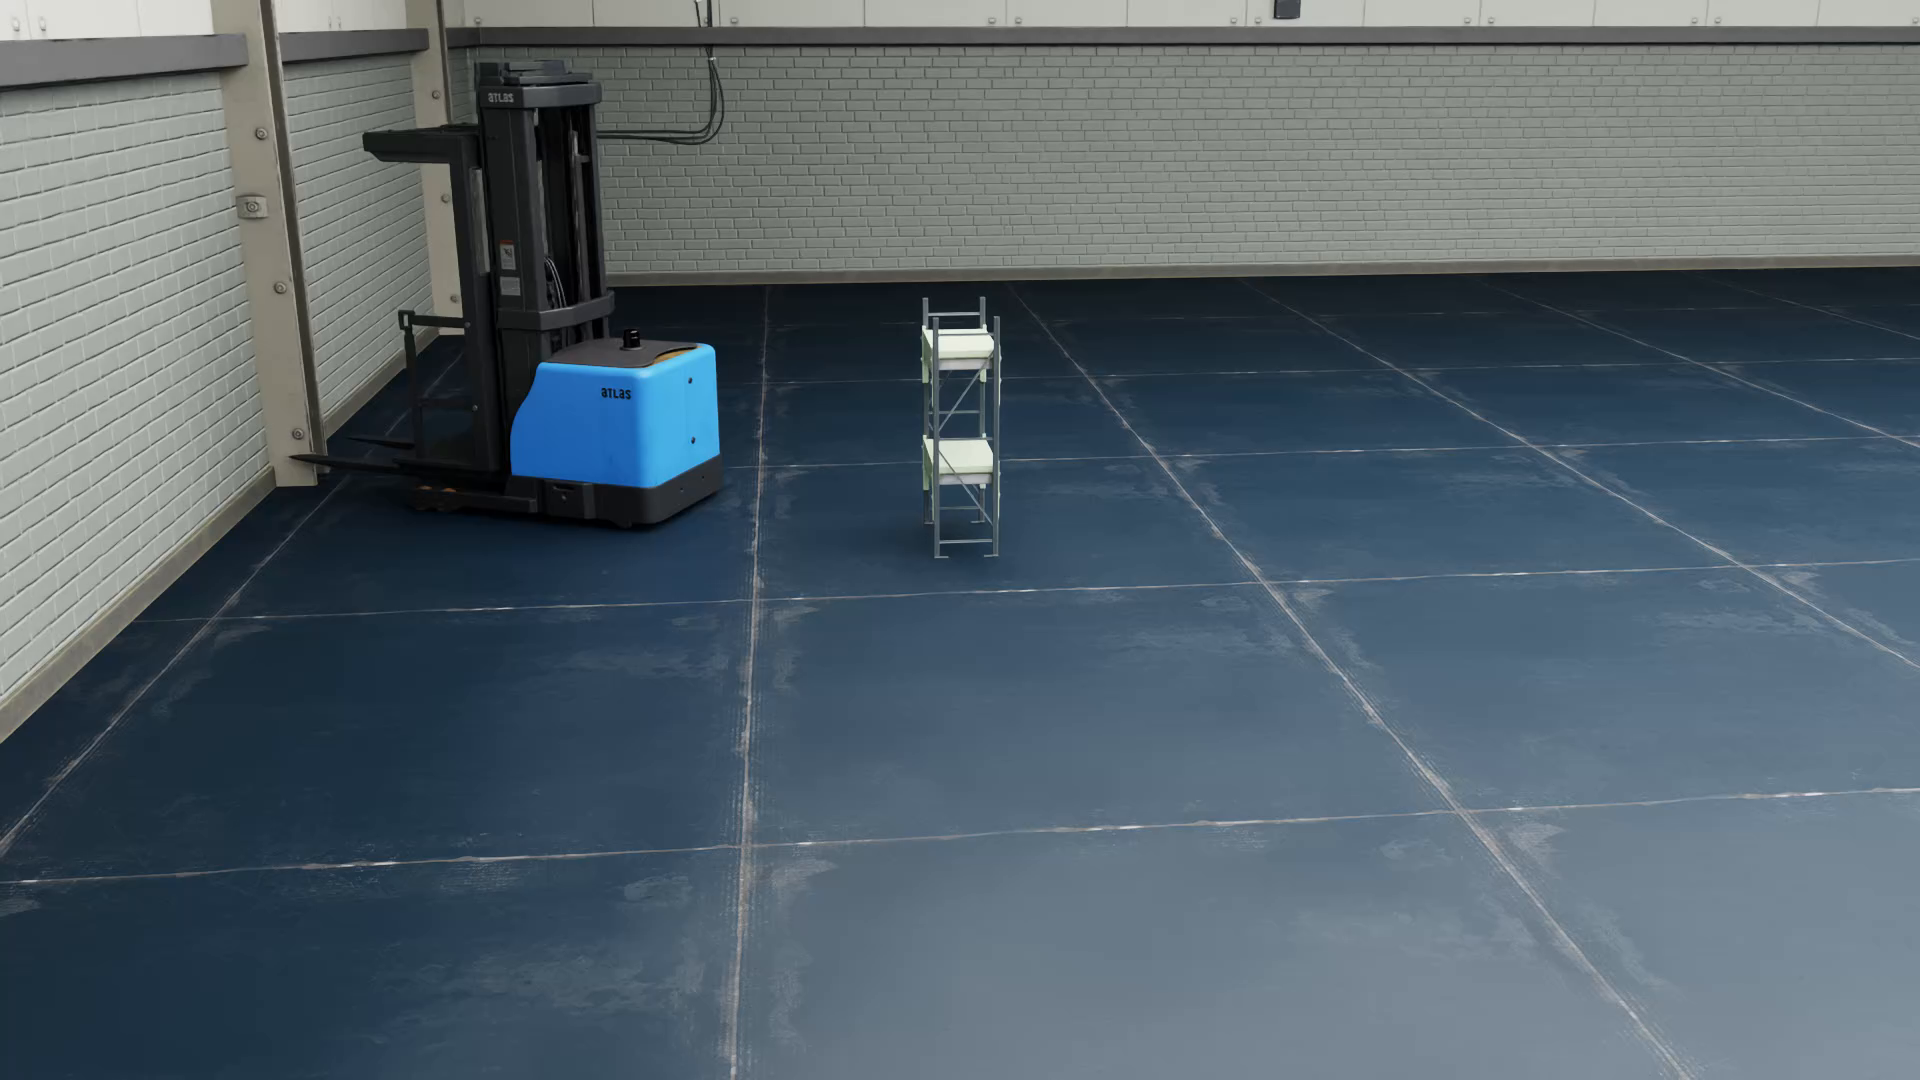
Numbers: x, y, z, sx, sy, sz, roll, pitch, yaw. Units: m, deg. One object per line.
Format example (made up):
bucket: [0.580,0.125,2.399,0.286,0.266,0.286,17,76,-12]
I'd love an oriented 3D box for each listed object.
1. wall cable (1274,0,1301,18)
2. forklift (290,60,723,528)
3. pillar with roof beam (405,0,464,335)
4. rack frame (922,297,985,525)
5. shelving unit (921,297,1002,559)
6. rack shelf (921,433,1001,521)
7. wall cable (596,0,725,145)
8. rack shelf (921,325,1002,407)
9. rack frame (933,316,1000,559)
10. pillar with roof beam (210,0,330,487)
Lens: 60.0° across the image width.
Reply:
wall cable: [5.044,-9.356,19.777,2.305,6.003,0.169,-2,18,-6]
forklift: [-3.229,-1.723,11.271,3.031,2.935,1.130,6,18,18]
pillar with roof beam: [-1.130,-6.659,16.865,9.100,9.000,0.400,-2,18,-6]
rack frame: [-0.038,-0.827,10.806,0.400,1.500,0.023,-2,18,-6]
shelving unit: [-0.001,-0.718,10.459,0.431,1.500,0.755,-2,18,-6]
rack shelf: [-0.001,-0.407,10.556,0.431,0.370,0.720,-2,18,-6]
wall cable: [-4.401,-5.963,19.833,3.097,2.526,0.112,-2,18,-6]
rack shelf: [-0.001,-1.090,10.342,0.431,0.370,0.720,-2,18,-6]
rack frame: [0.037,-0.609,10.111,0.400,1.500,0.023,-2,18,-6]
pillar with roof beam: [-0.511,-4.872,11.171,9.100,9.000,0.400,-2,18,-6]
